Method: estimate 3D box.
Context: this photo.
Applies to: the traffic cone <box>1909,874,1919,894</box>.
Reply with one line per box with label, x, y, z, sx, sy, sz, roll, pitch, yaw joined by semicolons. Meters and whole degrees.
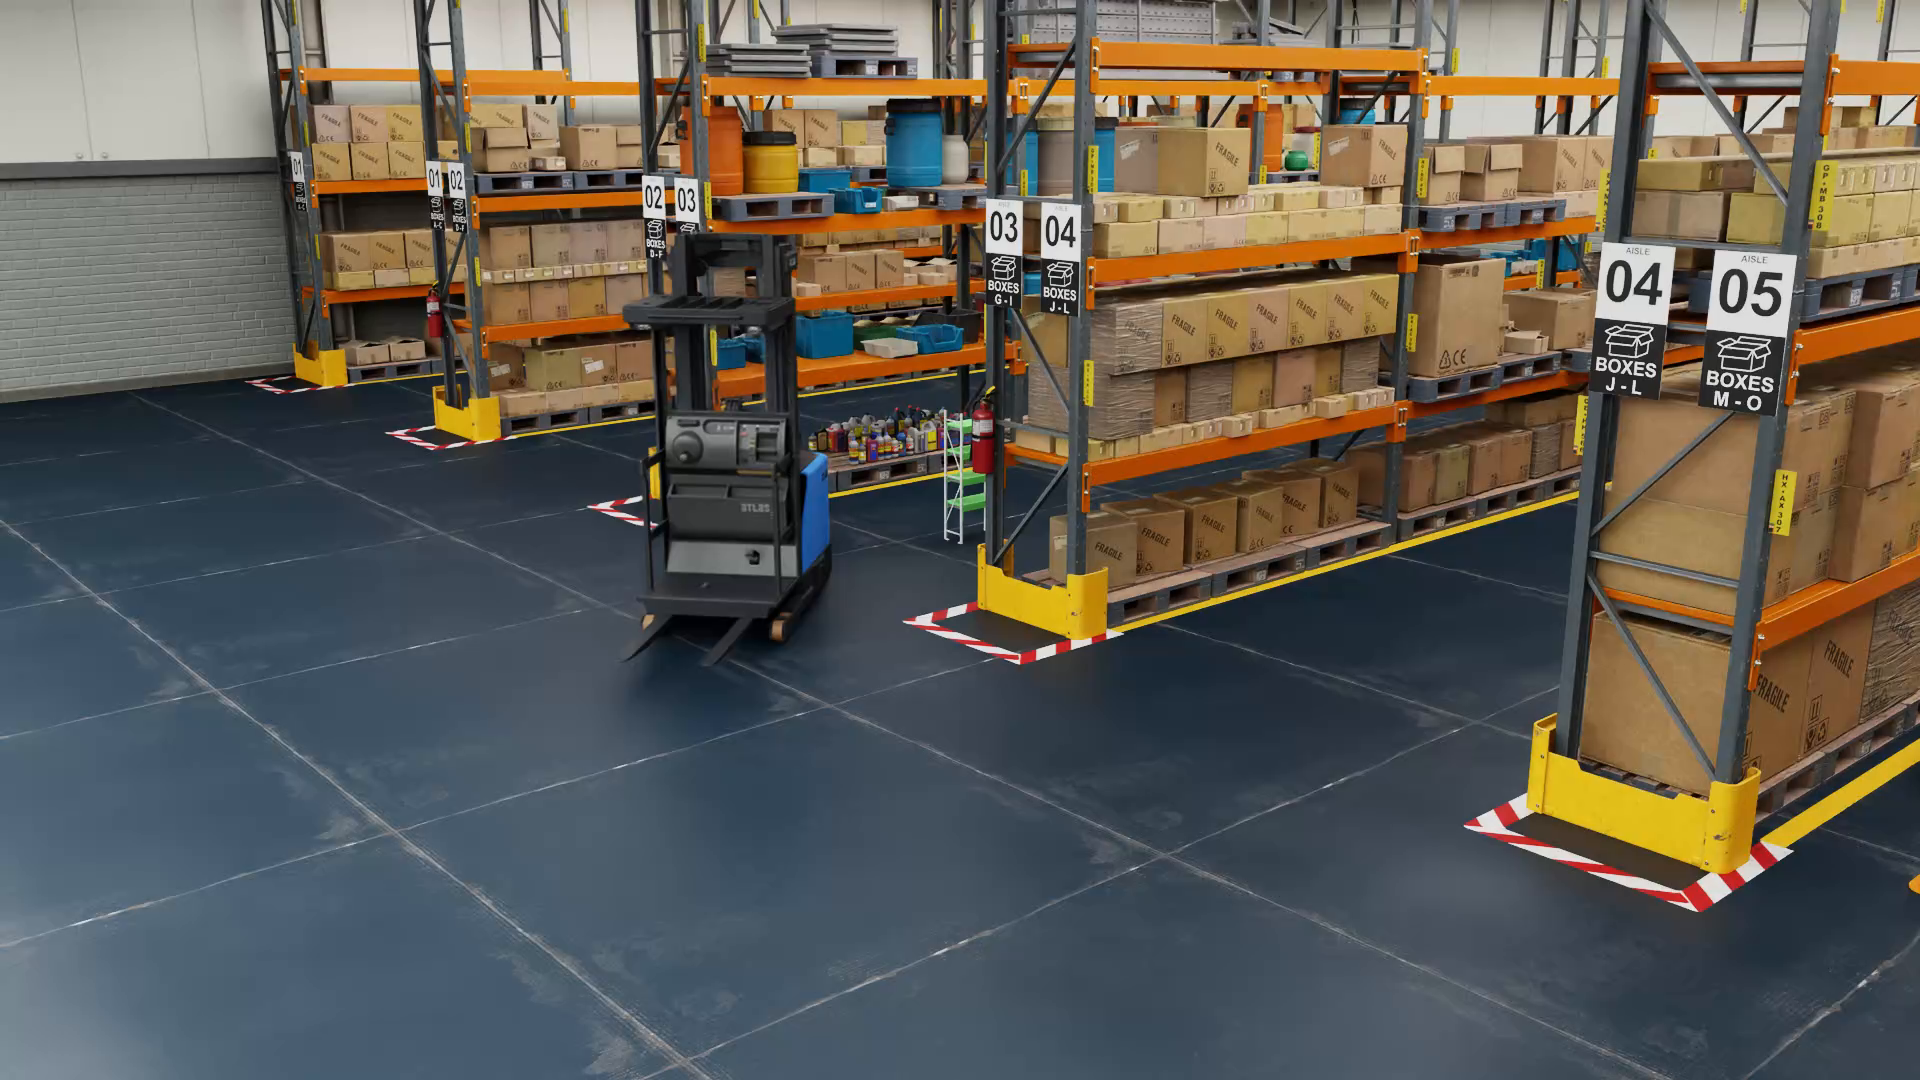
traffic cone;5.082;1.572;8.467;0.334;0.463;0.336;-13;19;-39

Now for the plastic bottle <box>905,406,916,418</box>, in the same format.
plastic bottle;-0.545;-1.341;18.739;0.185;0.351;0.144;-12;19;-38

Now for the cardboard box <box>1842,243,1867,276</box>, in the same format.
cardboard box;4.410;-1.458;8.561;0.250;0.149;0.380;-12;19;-39

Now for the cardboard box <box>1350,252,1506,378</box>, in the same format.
cardboard box;4.278;-2.100;15.323;1.000;1.000;1.000;-12;19;-39

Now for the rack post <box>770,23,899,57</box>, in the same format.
rack post;-1.240;-4.983;16.613;0.954;0.300;0.937;-13;20;-40

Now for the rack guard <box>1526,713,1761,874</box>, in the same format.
rack guard;3.731;1.372;9.145;0.348;0.500;1.175;-13;19;-39

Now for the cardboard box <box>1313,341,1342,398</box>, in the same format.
cardboard box;2.807;-1.550;14.470;0.500;0.500;0.875;-13;19;-39

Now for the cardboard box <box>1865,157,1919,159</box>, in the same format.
cardboard box;5.170;-2.014;9.098;0.250;0.149;0.380;-13;20;-40

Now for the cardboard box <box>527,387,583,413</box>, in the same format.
cardboard box;-5.005;-1.759;20.537;0.500;0.250;0.500;-13;19;-39

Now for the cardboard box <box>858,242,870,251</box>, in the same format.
cardboard box;-1.797;-5.193;29.327;0.250;0.149;0.380;-12;19;-39

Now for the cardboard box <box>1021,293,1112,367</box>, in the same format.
cardboard box;0.822;-1.639;12.865;0.500;0.500;0.500;-13;19;-39

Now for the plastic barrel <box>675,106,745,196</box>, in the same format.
plastic barrel;-2.398;-3.753;16.030;0.708;0.830;0.600;-13;19;-39

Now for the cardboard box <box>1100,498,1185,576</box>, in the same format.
cardboard box;1.480;-0.028;13.573;0.500;0.500;0.500;-7;17;-25

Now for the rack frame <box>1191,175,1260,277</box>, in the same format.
rack frame;3.353;-3.142;21.200;0.127;3.000;1.000;-13;19;-39

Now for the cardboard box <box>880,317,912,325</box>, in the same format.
cardboard box;-0.874;-3.130;24.583;0.500;0.311;0.500;-13;20;-41

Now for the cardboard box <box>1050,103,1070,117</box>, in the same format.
cardboard box;1.739;-8.066;31.653;0.500;0.500;0.500;-14;20;-42

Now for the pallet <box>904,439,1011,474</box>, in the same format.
pallet;-0.198;-1.011;18.627;1.213;0.211;1.003;-13;19;-39

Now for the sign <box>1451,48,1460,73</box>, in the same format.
sign;6.731;-6.509;22.587;0.005;0.325;0.100;-13;19;-39

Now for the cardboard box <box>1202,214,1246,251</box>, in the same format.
cardboard box;1.864;-2.402;12.909;0.500;0.250;0.500;-13;20;-40

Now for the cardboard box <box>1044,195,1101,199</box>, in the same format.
cardboard box;0.848;-2.521;12.580;0.250;0.149;0.380;-13;20;-41

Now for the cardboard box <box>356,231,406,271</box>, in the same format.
cardboard box;-8.248;-4.119;23.657;0.500;0.500;0.500;-13;19;-39

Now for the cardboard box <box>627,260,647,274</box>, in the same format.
cardboard box;-4.135;-3.443;20.876;0.250;0.149;0.380;-12;19;-38

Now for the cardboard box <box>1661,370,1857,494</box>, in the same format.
cardboard box;4.409;-0.600;9.302;0.550;0.550;0.875;-13;19;-39

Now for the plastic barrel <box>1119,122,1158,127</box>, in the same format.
plastic barrel;2.098;-4.591;19.980;0.708;0.830;0.600;-13;19;-39

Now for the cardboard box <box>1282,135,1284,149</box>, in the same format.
cardboard box;5.163;-6.775;28.310;0.500;0.250;0.500;-13;19;-39

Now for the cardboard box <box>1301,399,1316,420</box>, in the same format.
cardboard box;2.805;-1.133;14.166;0.250;0.149;0.380;-13;19;-39

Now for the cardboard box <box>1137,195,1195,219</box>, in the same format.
cardboard box;1.550;-2.518;12.568;0.250;0.149;0.380;-12;19;-37

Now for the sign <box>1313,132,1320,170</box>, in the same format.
sign;3.220;-3.497;14.951;0.005;0.325;0.100;-13;19;-39

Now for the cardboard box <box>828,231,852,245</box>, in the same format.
cardboard box;-2.214;-5.392;28.813;0.500;0.500;0.500;-12;19;-38

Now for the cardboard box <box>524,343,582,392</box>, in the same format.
cardboard box;-5.004;-2.121;20.439;0.500;0.500;0.500;-13;19;-39

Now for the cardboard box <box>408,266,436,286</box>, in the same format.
cardboard box;-7.838;-3.849;24.100;0.500;0.250;0.500;-13;20;-40

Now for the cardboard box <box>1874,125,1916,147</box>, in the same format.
cardboard box;12.283;-5.183;21.828;0.500;0.500;0.700;-14;21;-43

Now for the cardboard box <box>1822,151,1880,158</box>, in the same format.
cardboard box;5.310;-2.270;10.058;0.250;0.149;0.380;-13;20;-39

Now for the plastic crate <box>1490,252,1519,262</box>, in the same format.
plastic crate;8.489;-4.356;25.953;0.300;0.233;0.416;-13;19;-39

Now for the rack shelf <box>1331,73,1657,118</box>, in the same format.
rack shelf;5.096;-4.196;15.692;4.000;0.370;1.077;-13;19;-39

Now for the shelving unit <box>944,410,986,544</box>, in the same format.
shelving unit;0.125;-0.608;15.200;0.503;1.200;0.258;-13;19;-39

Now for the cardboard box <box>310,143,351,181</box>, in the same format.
cardboard box;-8.769;-5.230;22.974;0.500;0.500;0.500;-12;19;-38

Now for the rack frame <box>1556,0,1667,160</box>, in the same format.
rack frame;6.605;-5.076;16.816;0.127;3.000;1.000;-13;19;-39

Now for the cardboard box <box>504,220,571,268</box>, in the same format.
cardboard box;-5.137;-3.602;20.216;0.500;0.500;0.700;-13;20;-41

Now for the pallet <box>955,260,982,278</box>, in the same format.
pallet;0.570;-4.143;25.318;1.003;0.211;1.213;-13;19;-39

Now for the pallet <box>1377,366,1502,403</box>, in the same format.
pallet;4.259;-1.509;15.457;1.213;0.211;1.003;-13;19;-39

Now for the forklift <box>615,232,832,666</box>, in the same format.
forklift;-1.800;-0.752;12.387;1.130;2.935;3.031;2;15;8

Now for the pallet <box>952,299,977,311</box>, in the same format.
pallet;0.493;-4.515;31.742;1.213;0.211;1.003;-13;19;-39

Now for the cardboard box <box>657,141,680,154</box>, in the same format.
cardboard box;-3.873;-4.980;21.358;0.500;0.311;0.500;-14;20;-42

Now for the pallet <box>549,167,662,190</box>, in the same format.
pallet;-4.459;-4.481;20.570;1.213;0.211;1.003;-13;19;-39

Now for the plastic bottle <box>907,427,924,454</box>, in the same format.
plastic bottle;-0.474;-1.082;17.913;0.135;0.276;0.152;-12;19;-38

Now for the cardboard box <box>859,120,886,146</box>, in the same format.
cardboard box;-1.666;-7.151;29.351;0.500;0.500;0.700;-13;20;-39

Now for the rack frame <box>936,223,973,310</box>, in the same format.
rack frame;-0.132;-5.748;30.957;0.127;3.000;1.000;-13;19;-39

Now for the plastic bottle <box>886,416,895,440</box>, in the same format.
plastic bottle;-0.774;-1.239;18.509;0.097;0.271;0.097;0;15;0

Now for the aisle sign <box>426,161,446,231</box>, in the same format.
aisle sign;-6.173;-4.054;19.576;0.004;0.787;0.394;-13;19;-39

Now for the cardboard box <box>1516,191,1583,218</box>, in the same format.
cardboard box;5.661;-3.255;16.101;0.500;0.250;0.500;-12;19;-38

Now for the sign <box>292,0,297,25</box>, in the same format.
sign;-8.829;-6.998;22.046;0.005;0.325;0.100;-13;19;-39

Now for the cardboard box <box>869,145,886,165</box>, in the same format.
cardboard box;-1.023;-5.412;23.362;0.500;0.250;0.500;-13;20;-40

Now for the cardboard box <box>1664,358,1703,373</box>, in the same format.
cardboard box;7.817;-1.616;18.792;0.875;0.875;1.225;-13;19;-39
